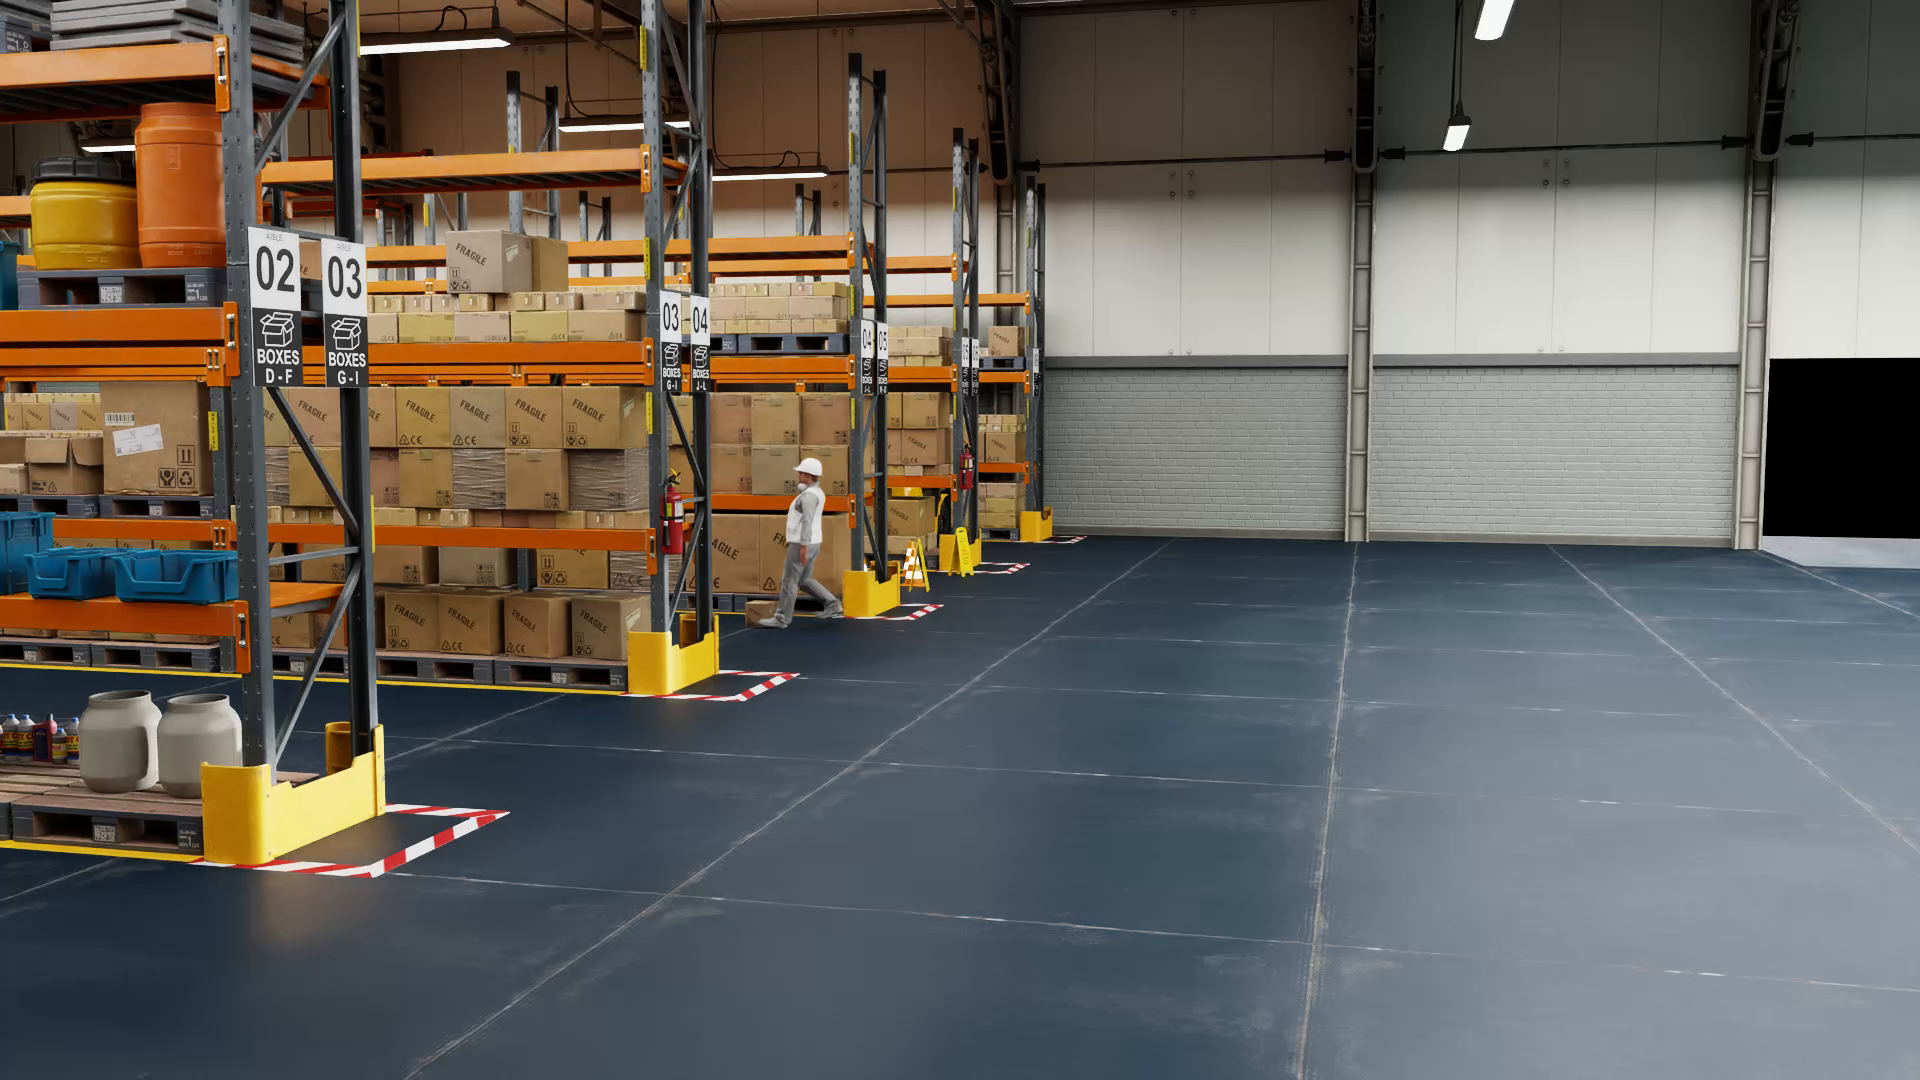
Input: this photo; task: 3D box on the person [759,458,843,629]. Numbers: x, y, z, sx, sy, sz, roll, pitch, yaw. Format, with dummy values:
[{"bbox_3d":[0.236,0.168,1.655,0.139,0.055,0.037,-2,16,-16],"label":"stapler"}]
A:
[{"bbox_3d":[-1.640,0.030,17.107,0.839,1.749,0.547,1,5,8],"label":"person"}]
